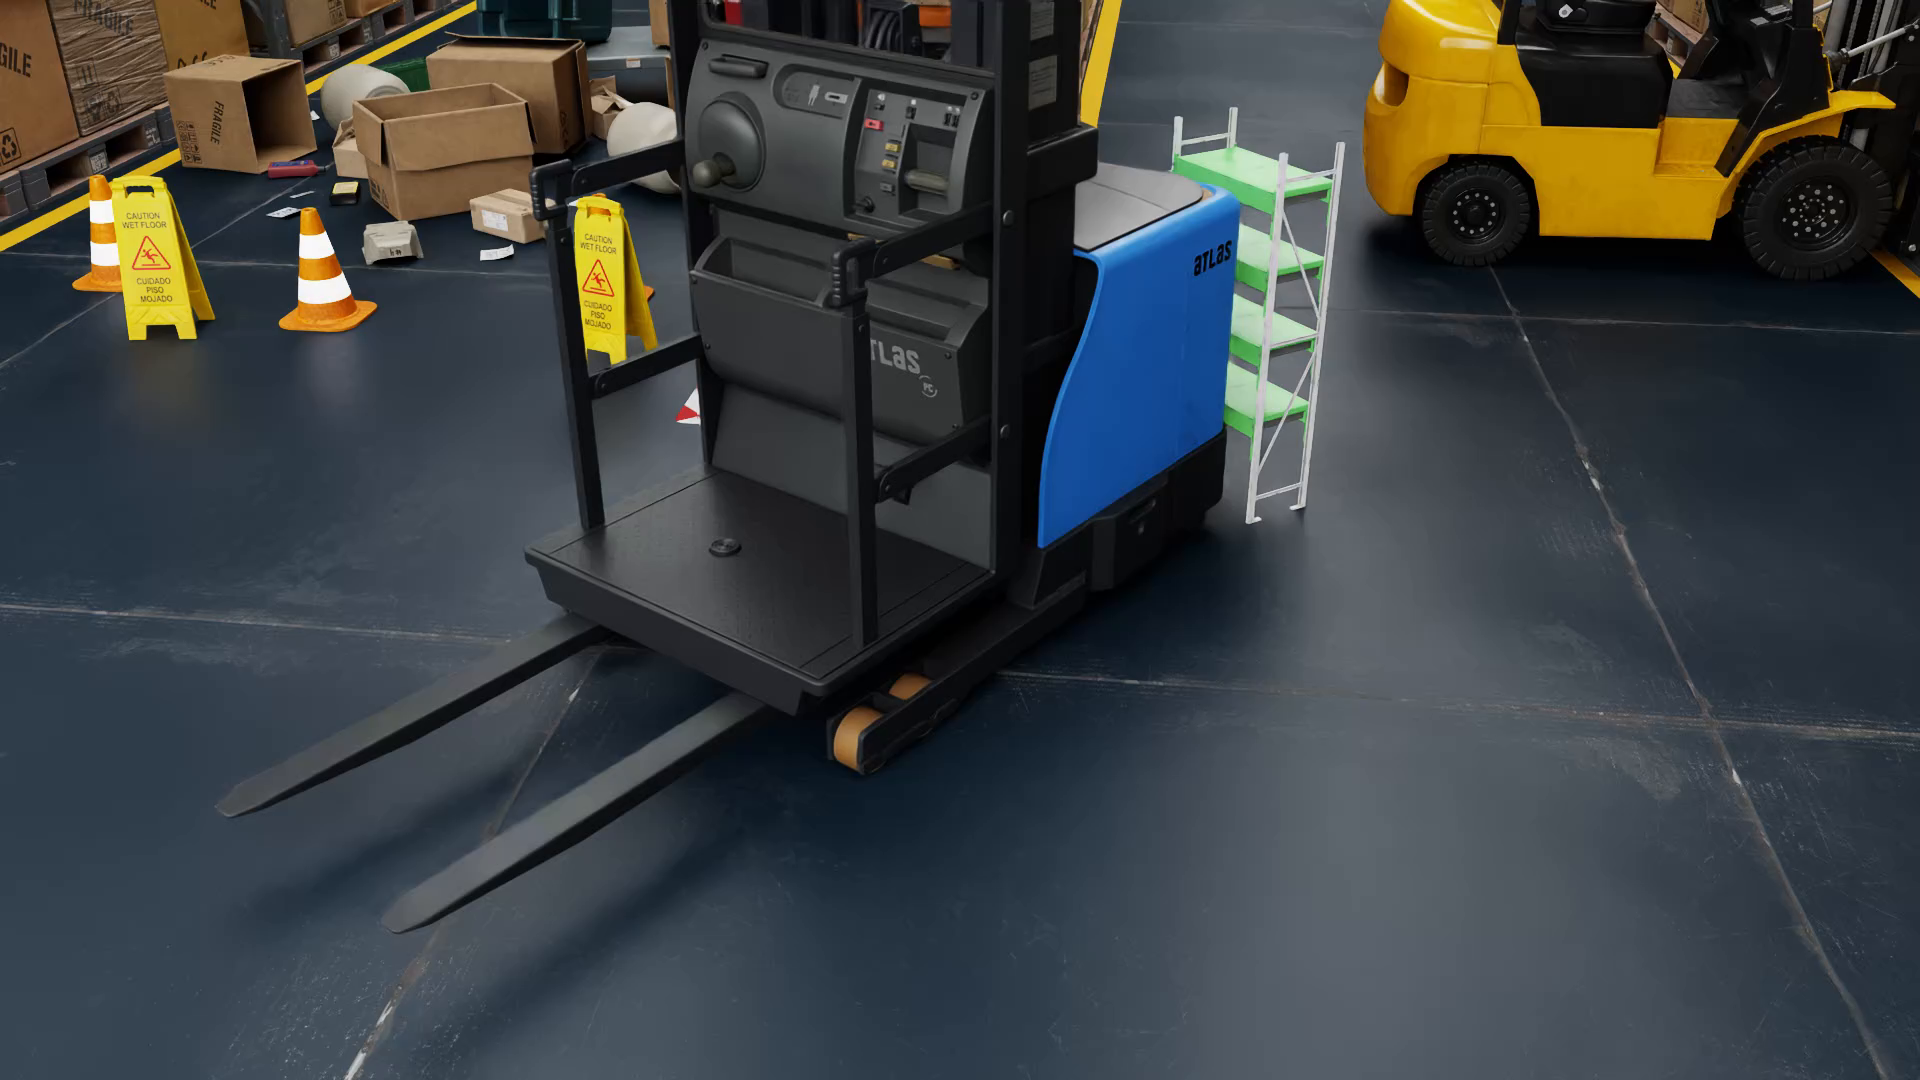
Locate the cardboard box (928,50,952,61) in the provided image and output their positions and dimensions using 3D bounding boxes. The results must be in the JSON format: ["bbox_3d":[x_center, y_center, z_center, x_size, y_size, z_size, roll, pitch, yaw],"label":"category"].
[{"bbox_3d":[0.094,-1.756,7.013,0.500,0.500,0.500,2,28,4],"label":"cardboard box"}]

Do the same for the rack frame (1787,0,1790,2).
[{"bbox_3d":[5.135,-3.673,8.905,1.000,3.000,0.127,3,28,6],"label":"rack frame"}]

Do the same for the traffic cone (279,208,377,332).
[{"bbox_3d":[-2.653,-1.142,6.882,0.336,0.463,0.334,3,28,6],"label":"traffic cone"}]

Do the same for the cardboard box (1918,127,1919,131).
[{"bbox_3d":[4.509,-1.712,7.194,0.500,0.250,0.500,3,28,5],"label":"cardboard box"}]

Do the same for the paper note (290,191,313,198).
[{"bbox_3d":[-3.374,-1.773,8.531,0.032,0.001,0.123,20,34,32],"label":"paper note"}]

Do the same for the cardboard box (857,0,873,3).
[{"bbox_3d":[-0.448,-2.155,6.352,0.380,0.149,0.250,4,29,8],"label":"cardboard box"}]

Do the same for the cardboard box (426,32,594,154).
[{"bbox_3d":[-2.473,-2.452,9.128,0.797,0.637,0.503,3,28,6],"label":"cardboard box"}]

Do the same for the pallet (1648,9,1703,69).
[{"bbox_3d":[5.334,-3.370,11.284,1.003,0.211,1.213,3,28,6],"label":"pallet"}]

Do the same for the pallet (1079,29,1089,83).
[{"bbox_3d":[0.302,-3.099,10.779,1.003,0.211,1.213,3,28,6],"label":"pallet"}]

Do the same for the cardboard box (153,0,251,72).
[{"bbox_3d":[-4.863,-3.157,9.746,0.875,0.875,0.875,4,29,7],"label":"cardboard box"}]

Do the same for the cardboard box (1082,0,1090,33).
[{"bbox_3d":[0.355,-3.573,11.048,0.950,0.372,0.625,5,29,9],"label":"cardboard box"}]

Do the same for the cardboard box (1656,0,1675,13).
[{"bbox_3d":[5.463,-4.095,11.749,0.875,0.625,0.625,4,29,8],"label":"cardboard box"}]

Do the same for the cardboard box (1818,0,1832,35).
[{"bbox_3d":[4.692,-2.638,8.386,0.500,0.250,0.500,3,28,6],"label":"cardboard box"}]

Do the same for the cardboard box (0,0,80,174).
[{"bbox_3d":[-5.084,-2.304,8.161,0.875,0.875,0.875,3,28,5],"label":"cardboard box"}]

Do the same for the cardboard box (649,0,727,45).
[{"bbox_3d":[-1.562,-3.282,10.017,0.500,0.500,0.500,3,28,6],"label":"cardboard box"}]

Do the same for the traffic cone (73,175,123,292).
[{"bbox_3d":[-3.733,-1.368,7.301,0.336,0.463,0.334,3,28,6],"label":"traffic cone"}]

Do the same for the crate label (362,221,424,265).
[{"bbox_3d":[-2.618,-1.372,7.653,0.250,0.136,0.298,-11,30,-20],"label":"crate label"}]

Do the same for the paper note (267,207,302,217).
[{"bbox_3d":[-3.335,-1.629,8.243,0.144,0.017,0.142,14,31,24],"label":"paper note"}]

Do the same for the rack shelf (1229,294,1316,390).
[{"bbox_3d":[0.899,-0.654,5.333,0.258,0.148,0.480,-16,32,-27],"label":"rack shelf"}]

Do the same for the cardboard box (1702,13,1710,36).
[{"bbox_3d":[5.290,-3.424,10.503,0.875,0.625,0.625,3,28,6],"label":"cardboard box"}]

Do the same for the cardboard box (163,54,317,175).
[{"bbox_3d":[-3.889,-2.310,9.008,0.500,0.500,0.500,8,29,15],"label":"cardboard box"}]

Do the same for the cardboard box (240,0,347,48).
[{"bbox_3d":[-4.730,-3.692,10.869,1.050,0.750,0.750,3,28,6],"label":"cardboard box"}]

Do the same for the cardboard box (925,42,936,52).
[{"bbox_3d":[-0.382,-2.020,7.502,0.500,0.500,0.500,4,29,8],"label":"cardboard box"}]

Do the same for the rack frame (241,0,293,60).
[{"bbox_3d":[-4.717,-4.200,9.883,1.000,3.000,0.127,3,28,6],"label":"rack frame"}]

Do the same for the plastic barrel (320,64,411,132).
[{"bbox_3d":[-3.333,-2.443,9.338,0.421,0.421,0.512,-24,36,-37],"label":"plastic barrel"}]

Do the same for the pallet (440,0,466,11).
[{"bbox_3d":[-4.398,-4.488,13.359,1.003,0.211,1.213,3,28,6],"label":"pallet"}]

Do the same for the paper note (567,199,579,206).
[{"bbox_3d":[-1.889,-1.717,8.416,0.148,0.019,0.142,14,31,24],"label":"paper note"}]

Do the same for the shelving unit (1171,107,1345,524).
[{"bbox_3d":[0.899,-0.710,5.303,0.258,1.200,0.503,-16,32,-27],"label":"shelving unit"}]

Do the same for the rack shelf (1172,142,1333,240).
[{"bbox_3d":[0.899,-1.076,5.106,0.258,0.148,0.480,-16,32,-27],"label":"rack shelf"}]

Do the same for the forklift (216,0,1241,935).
[{"bbox_3d":[-0.457,-0.971,3.962,1.130,2.935,3.031,20,34,33],"label":"forklift"}]

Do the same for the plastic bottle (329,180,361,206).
[{"bbox_3d":[-3.135,-1.779,8.487,0.133,0.061,0.283,-6,29,-11],"label":"plastic bottle"}]

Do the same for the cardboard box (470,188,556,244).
[{"bbox_3d":[-2.126,-1.556,7.981,0.380,0.149,0.250,20,34,32],"label":"cardboard box"}]

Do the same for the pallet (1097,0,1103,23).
[{"bbox_3d":[0.601,-4.247,12.911,1.003,0.211,1.213,3,28,6],"label":"pallet"}]

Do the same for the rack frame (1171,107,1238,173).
[{"bbox_3d":[0.771,-0.809,5.486,0.240,1.200,0.015,-16,32,-27],"label":"rack frame"}]

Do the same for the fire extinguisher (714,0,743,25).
[{"bbox_3d":[-0.753,-2.016,5.911,0.296,0.674,0.183,3,28,6],"label":"fire extinguisher"}]

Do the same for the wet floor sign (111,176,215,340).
[{"bbox_3d":[-3.245,-1.152,6.708,0.267,0.644,0.232,-1,28,-3],"label":"wet floor sign"}]

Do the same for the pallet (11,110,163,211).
[{"bbox_3d":[-5.035,-2.043,8.820,1.003,0.211,1.213,3,28,6],"label":"pallet"}]

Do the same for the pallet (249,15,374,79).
[{"bbox_3d":[-4.697,-3.340,11.227,1.003,0.211,1.213,3,28,6],"label":"pallet"}]
